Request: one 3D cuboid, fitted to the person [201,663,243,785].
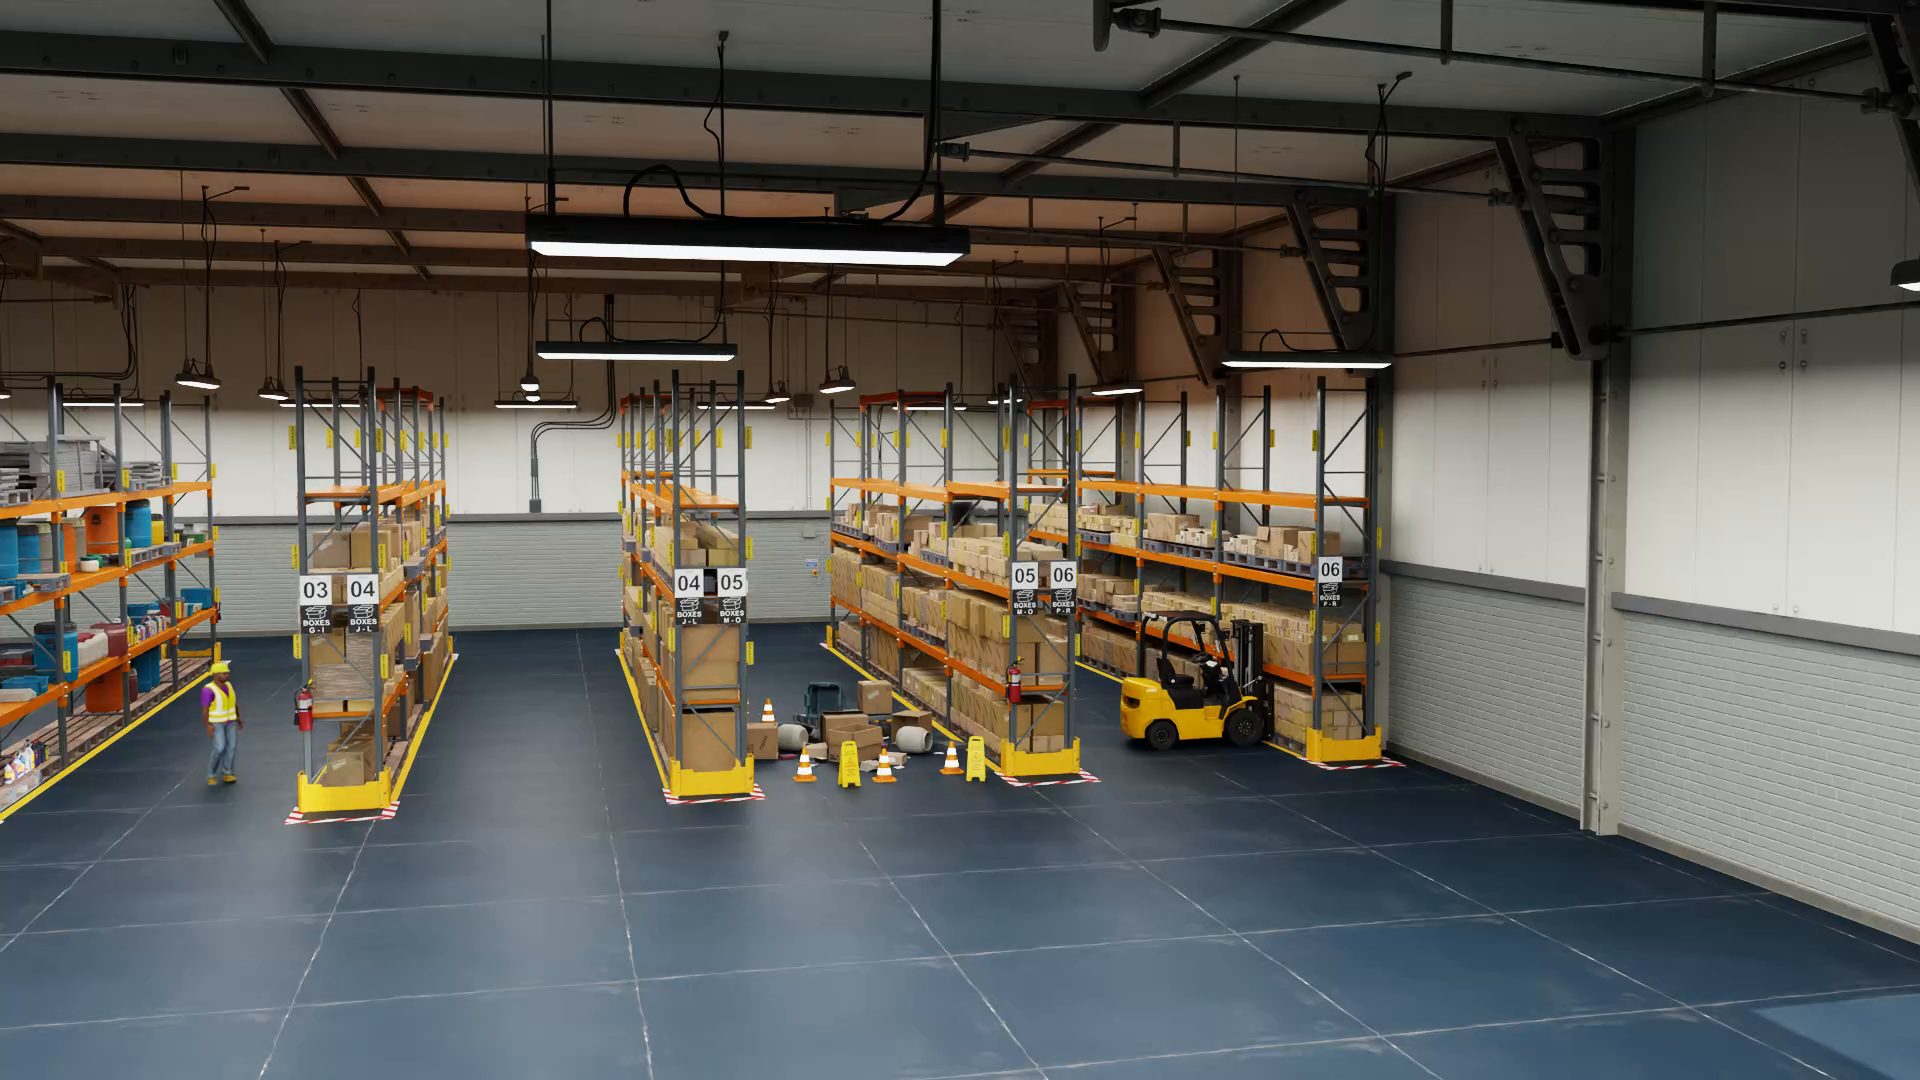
[{"bbox_3d":[-10.813,2.704,24.402,0.409,1.816,0.623,2,4,29],"label":"person"}]
